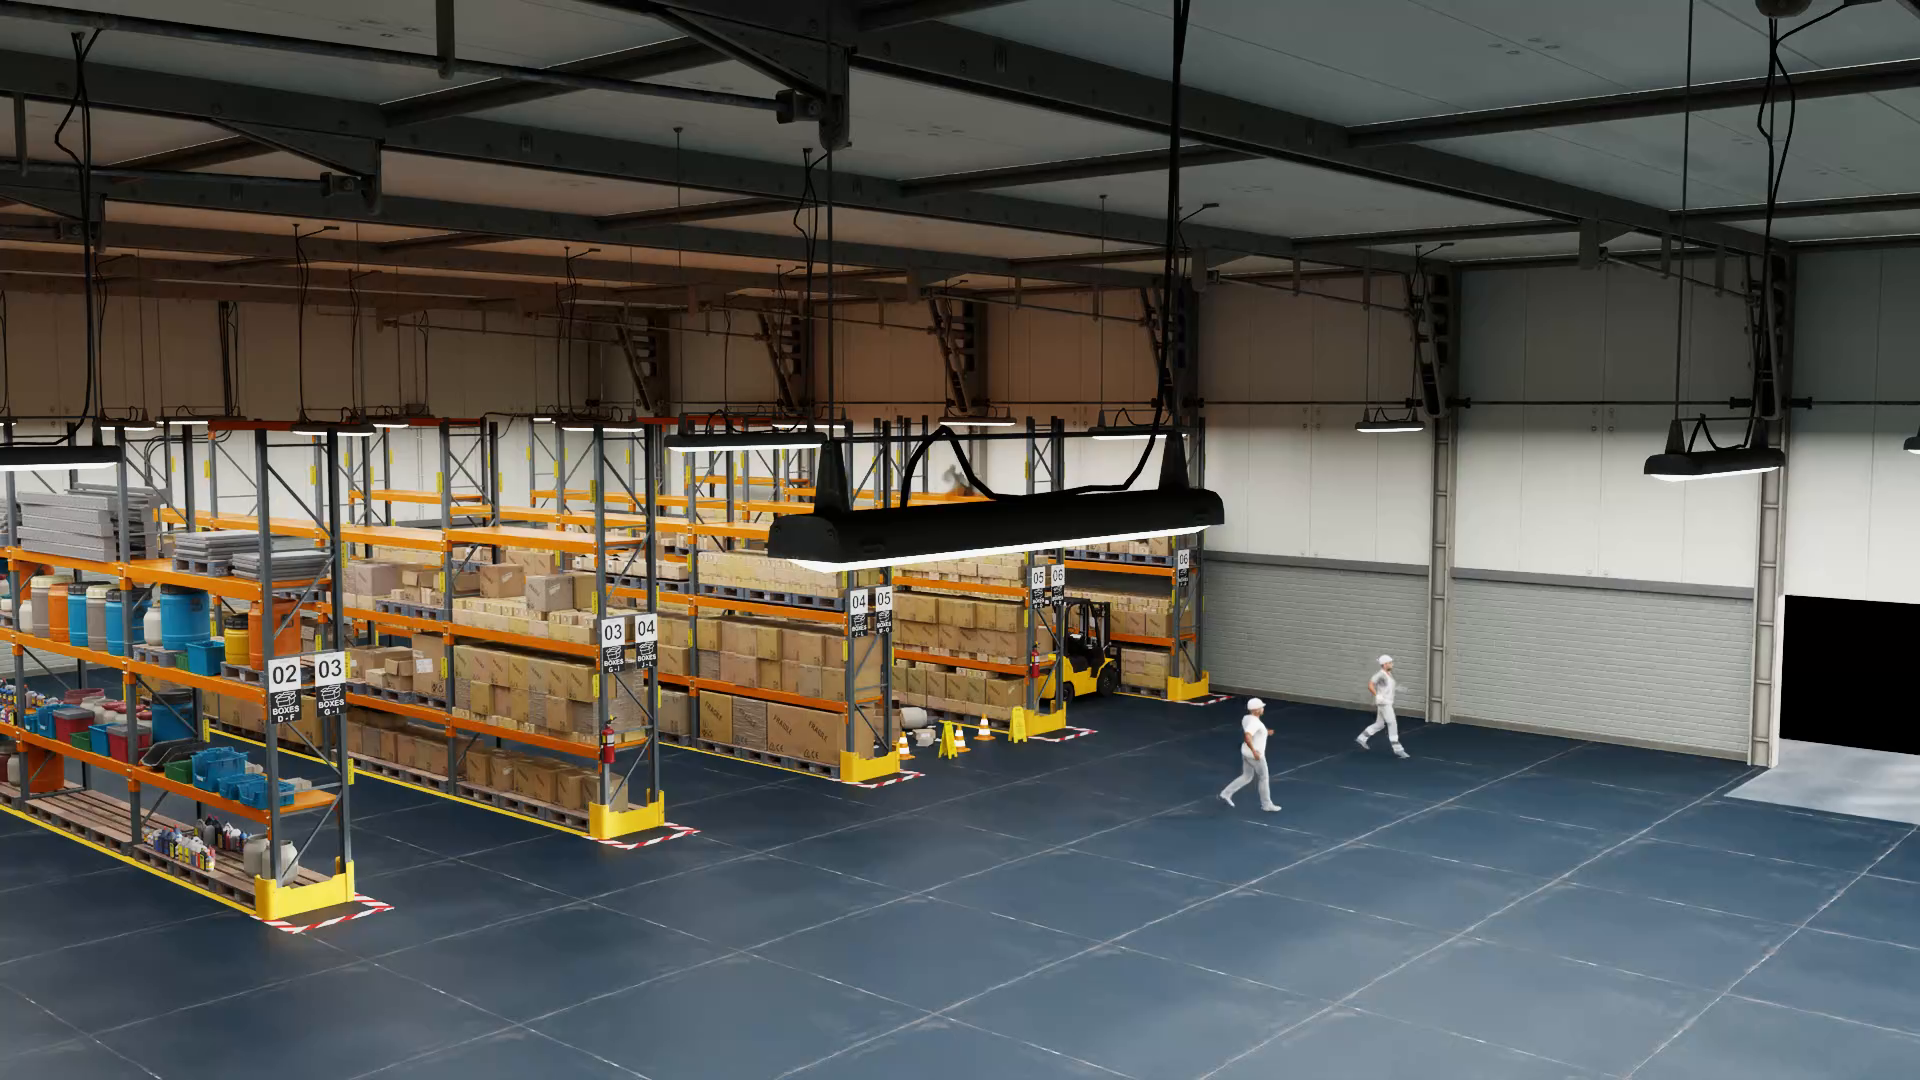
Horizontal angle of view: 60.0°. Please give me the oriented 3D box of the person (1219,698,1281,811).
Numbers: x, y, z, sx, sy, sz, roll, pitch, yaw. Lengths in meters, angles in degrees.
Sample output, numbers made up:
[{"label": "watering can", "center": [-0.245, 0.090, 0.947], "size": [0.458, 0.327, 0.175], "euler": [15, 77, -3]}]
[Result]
[{"label": "person", "center": [4.481, 3.299, 25.539], "size": [0.978, 1.750, 0.701], "euler": [-1, 5, -12]}]

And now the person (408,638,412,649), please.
[{"label": "person", "center": [-13.263, 2.145, 40.982], "size": [0.606, 1.645, 1.013], "euler": [4, 6, 41]}]

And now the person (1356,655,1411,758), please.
[{"label": "person", "center": [7.572, 2.954, 29.694], "size": [0.979, 1.807, 0.651], "euler": [2, 5, 21]}]
